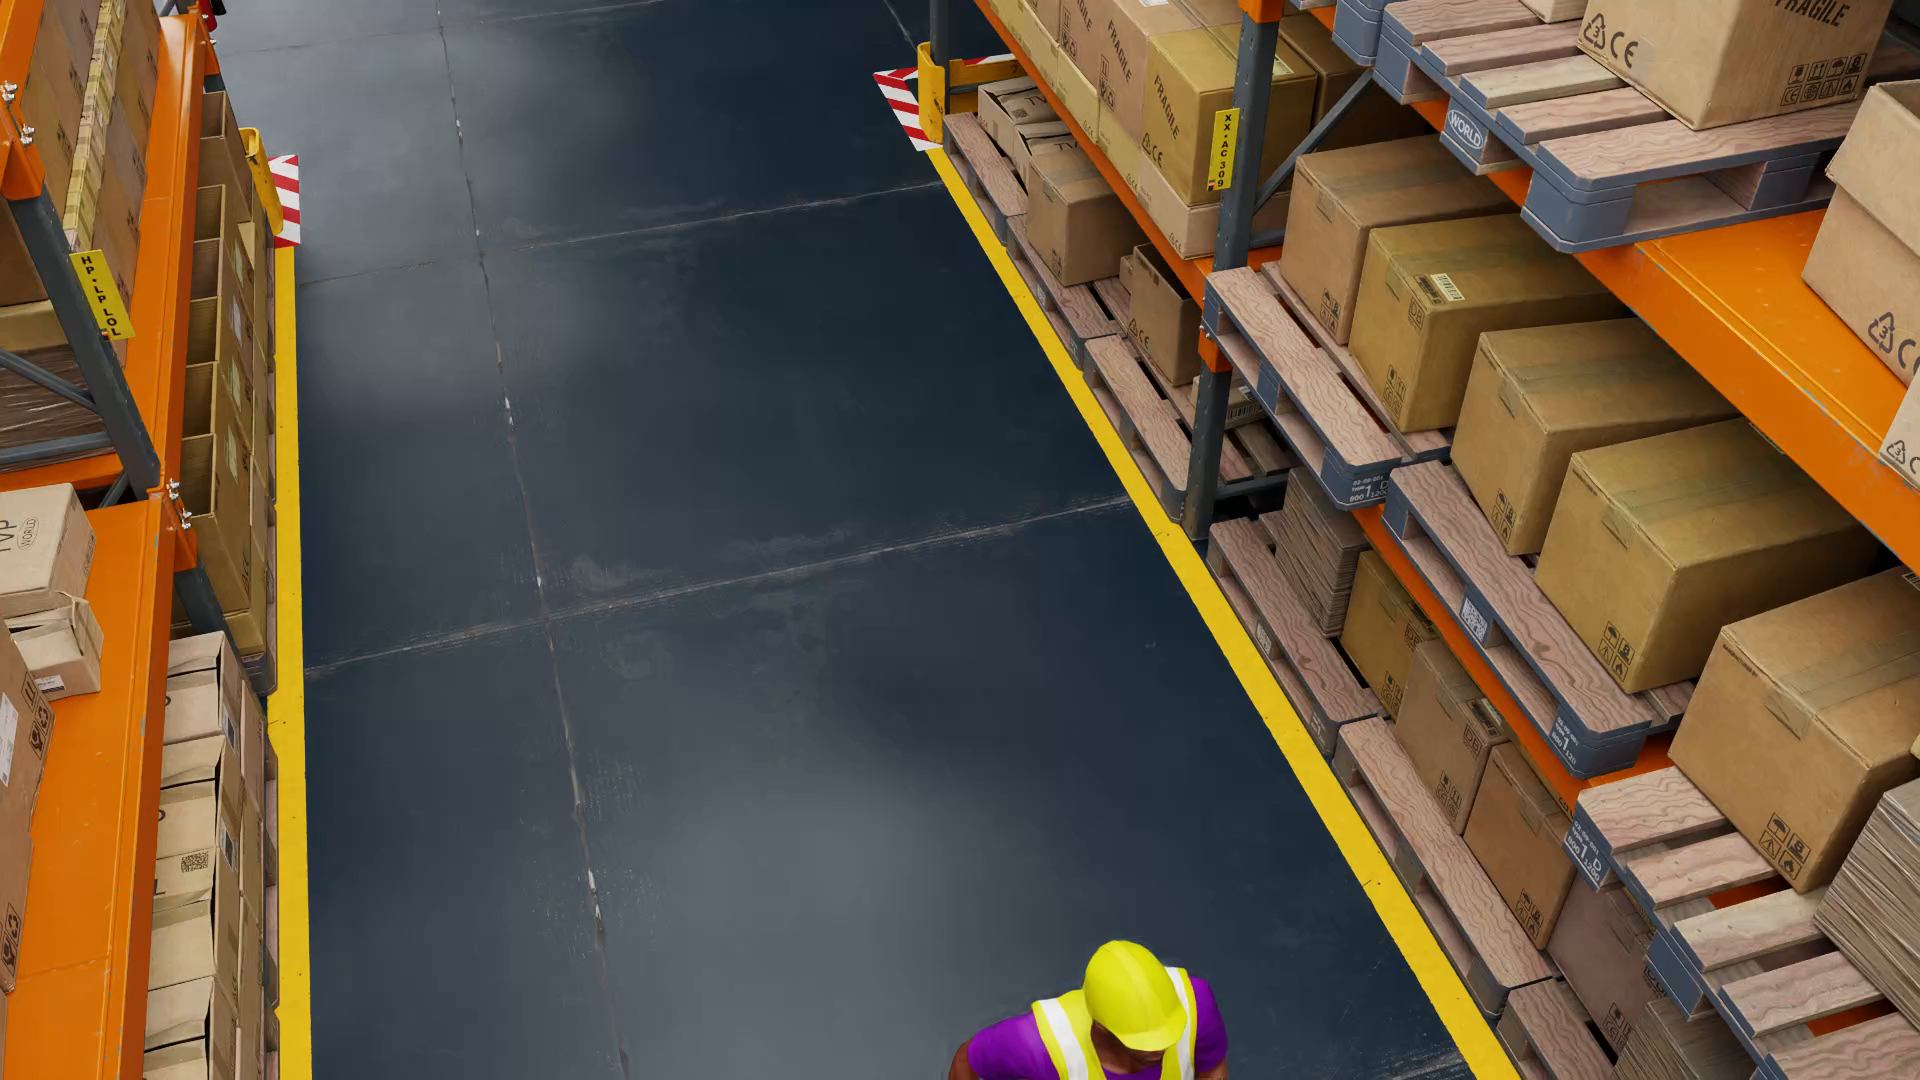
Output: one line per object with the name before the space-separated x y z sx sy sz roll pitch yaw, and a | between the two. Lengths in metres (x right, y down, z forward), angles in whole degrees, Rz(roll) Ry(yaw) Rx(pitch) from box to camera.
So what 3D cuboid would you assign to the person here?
person | 0.323 1.588 4.452 0.719 1.780 0.956 -20 46 -20
